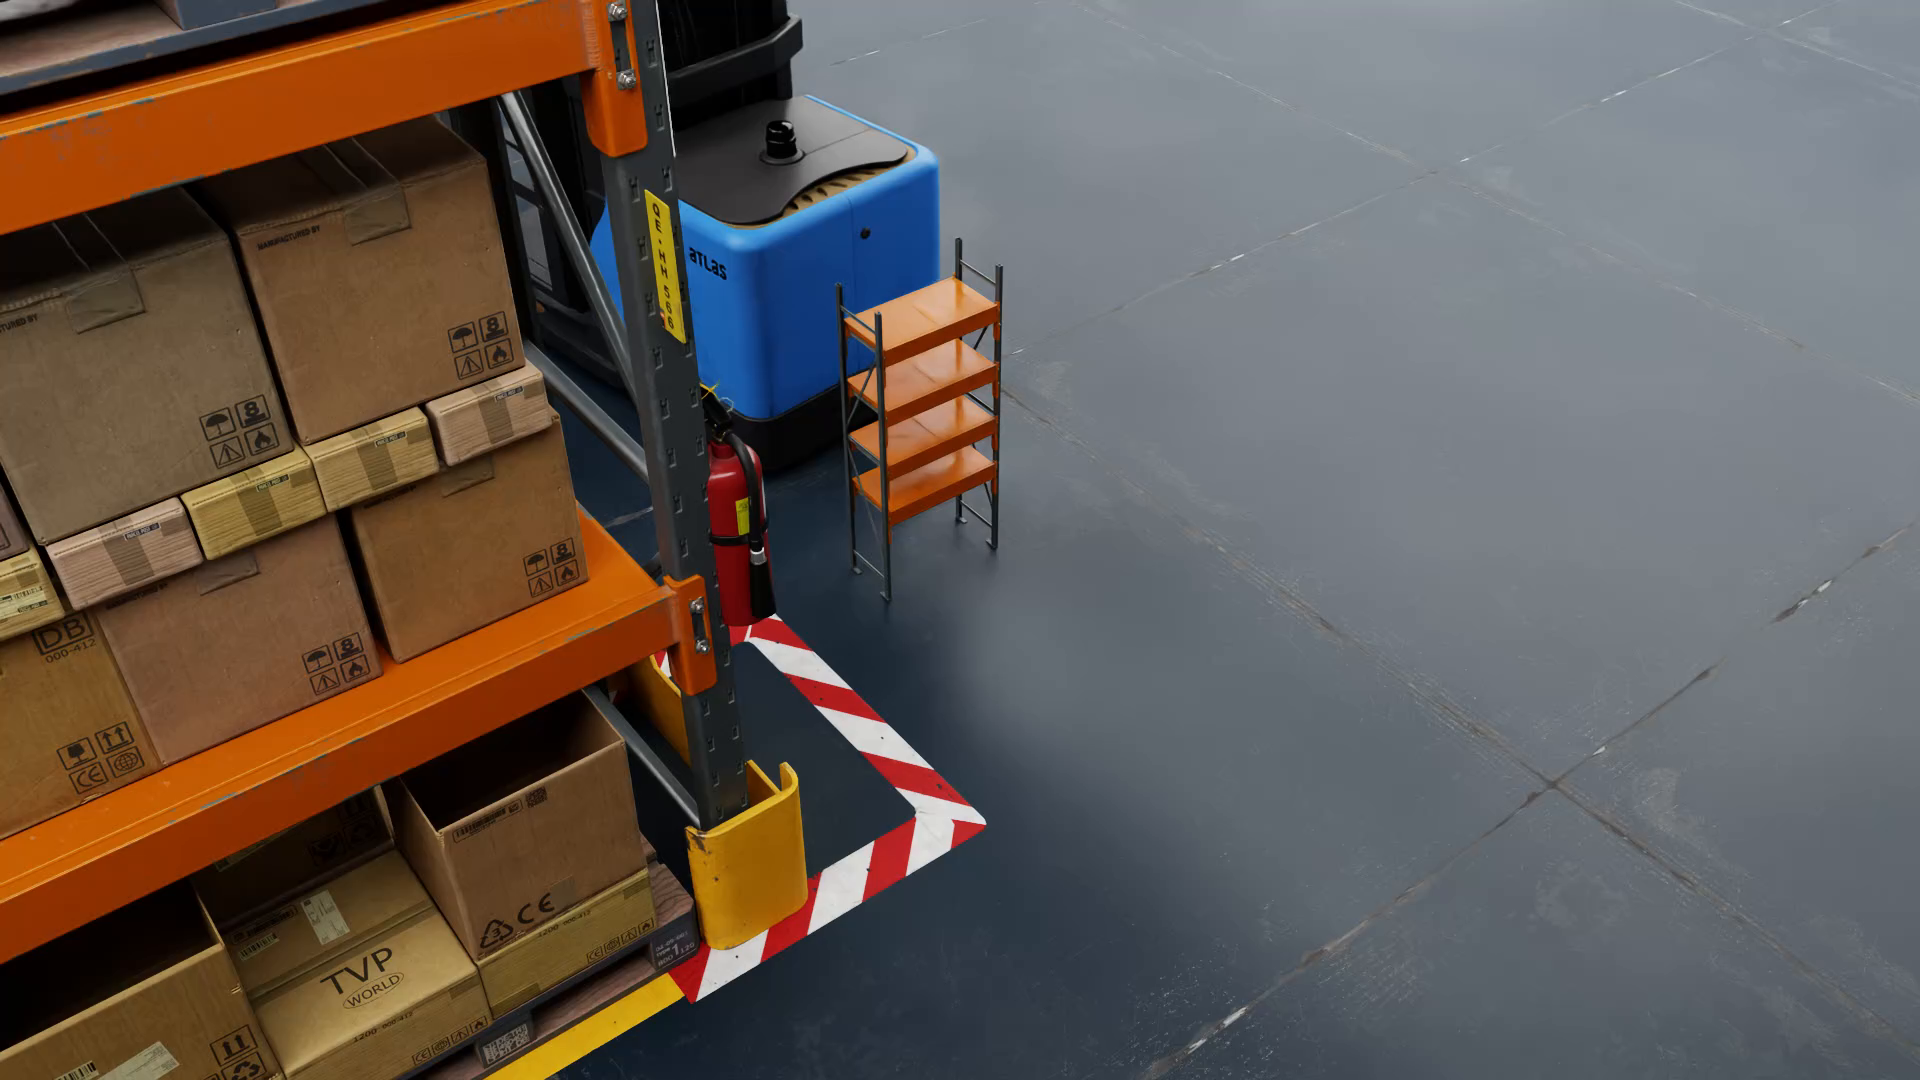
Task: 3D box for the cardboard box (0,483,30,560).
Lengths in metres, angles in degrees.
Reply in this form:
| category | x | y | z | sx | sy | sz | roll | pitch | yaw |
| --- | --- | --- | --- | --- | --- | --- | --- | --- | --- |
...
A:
| category | x | y | z | sx | sy | sz | roll | pitch | yaw |
| --- | --- | --- | --- | --- | --- | --- | --- | --- | --- |
| cardboard box | -2.170 | -0.253 | 3.091 | 0.500 | 0.500 | 0.700 | -26 | 46 | -28 |

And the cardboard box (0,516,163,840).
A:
| category | x | y | z | sx | sy | sz | roll | pitch | yaw |
| --- | --- | --- | --- | --- | --- | --- | --- | --- | --- |
| cardboard box | -2.126 | 0.222 | 3.536 | 0.500 | 0.500 | 0.700 | -26 | 46 | -28 |

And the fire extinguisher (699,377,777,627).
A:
| category | x | y | z | sx | sy | sz | roll | pitch | yaw |
| --- | --- | --- | --- | --- | --- | --- | --- | --- | --- |
| fire extinguisher | -0.560 | -0.090 | 4.056 | 0.183 | 0.674 | 0.296 | -26 | 46 | -28 |

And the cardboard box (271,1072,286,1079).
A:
| category | x | y | z | sx | sy | sz | roll | pitch | yaw |
| --- | --- | --- | --- | --- | --- | --- | --- | --- | --- |
| cardboard box | -1.967 | 1.342 | 4.086 | 0.500 | 0.250 | 0.500 | -26 | 46 | -28 |

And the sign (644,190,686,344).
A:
| category | x | y | z | sx | sy | sz | roll | pitch | yaw |
| --- | --- | --- | --- | --- | --- | --- | --- | --- | --- |
| sign | -0.618 | -0.569 | 3.479 | 0.005 | 0.325 | 0.100 | -26 | 46 | -28 |

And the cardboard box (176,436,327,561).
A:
| category | x | y | z | sx | sy | sz | roll | pitch | yaw |
| --- | --- | --- | --- | --- | --- | --- | --- | --- | --- |
| cardboard box | -1.533 | -0.153 | 3.481 | 0.250 | 0.149 | 0.380 | -27 | 46 | -29 |

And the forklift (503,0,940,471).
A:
| category | x | y | z | sx | sy | sz | roll | pitch | yaw |
| --- | --- | --- | --- | --- | --- | --- | --- | --- | --- |
| forklift | -1.466 | -2.227 | 6.654 | 3.031 | 2.935 | 1.130 | 32 | 49 | 33 |

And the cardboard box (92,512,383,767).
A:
| category | x | y | z | sx | sy | sz | roll | pitch | yaw |
| --- | --- | --- | --- | --- | --- | --- | --- | --- | --- |
| cardboard box | -1.729 | 0.033 | 3.766 | 0.500 | 0.500 | 0.700 | -25 | 45 | -27 |

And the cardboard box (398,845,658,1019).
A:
| category | x | y | z | sx | sy | sz | roll | pitch | yaw |
| --- | --- | --- | --- | --- | --- | --- | --- | --- | --- |
| cardboard box | -1.182 | 0.949 | 4.565 | 0.500 | 0.250 | 0.500 | -26 | 46 | -28 |

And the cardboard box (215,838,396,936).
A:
| category | x | y | z | sx | sy | sz | roll | pitch | yaw |
| --- | --- | --- | --- | --- | --- | --- | --- | --- | --- |
| cardboard box | -1.892 | 0.883 | 4.645 | 0.500 | 0.250 | 0.500 | -26 | 46 | -28 |

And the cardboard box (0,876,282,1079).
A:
| category | x | y | z | sx | sy | sz | roll | pitch | yaw |
| --- | --- | --- | --- | --- | --- | --- | --- | --- | --- |
| cardboard box | -1.965 | 1.054 | 3.846 | 0.500 | 0.500 | 0.500 | -26 | 46 | -28 |

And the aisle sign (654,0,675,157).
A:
| category | x | y | z | sx | sy | sz | roll | pitch | yaw |
| --- | --- | --- | --- | --- | --- | --- | --- | --- | --- |
| aisle sign | -0.706 | -1.191 | 3.287 | 0.004 | 0.787 | 0.394 | -26 | 46 | -28 |

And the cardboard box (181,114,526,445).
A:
| category | x | y | z | sx | sy | sz | roll | pitch | yaw |
| --- | --- | --- | --- | --- | --- | --- | --- | --- | --- |
| cardboard box | -1.357 | -0.654 | 3.580 | 0.500 | 0.500 | 0.700 | -26 | 46 | -28 |

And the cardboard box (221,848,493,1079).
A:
| category | x | y | z | sx | sy | sz | roll | pitch | yaw |
| --- | --- | --- | --- | --- | --- | --- | --- | --- | --- |
| cardboard box | -1.571 | 1.148 | 4.323 | 0.500 | 0.250 | 0.500 | -26 | 46 | -28 |

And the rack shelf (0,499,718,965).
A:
| category | x | y | z | sx | sy | sz | roll | pitch | yaw |
| --- | --- | --- | --- | --- | --- | --- | --- | --- | --- |
| rack shelf | -2.523 | 0.743 | 3.546 | 4.000 | 0.370 | 1.077 | -26 | 46 | -28 |

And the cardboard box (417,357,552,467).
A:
| category | x | y | z | sx | sy | sz | roll | pitch | yaw |
| --- | --- | --- | --- | --- | --- | --- | --- | --- | --- |
| cardboard box | -1.124 | -0.354 | 3.726 | 0.250 | 0.149 | 0.380 | -27 | 46 | -29 |

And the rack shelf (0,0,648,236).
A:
| category | x | y | z | sx | sy | sz | roll | pitch | yaw |
| --- | --- | --- | --- | --- | --- | --- | --- | --- | --- |
| rack shelf | -2.523 | -0.417 | 2.595 | 4.000 | 0.370 | 1.077 | -26 | 46 | -28 |

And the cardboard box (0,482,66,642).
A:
| category | x | y | z | sx | sy | sz | roll | pitch | yaw |
| --- | --- | --- | --- | --- | --- | --- | --- | --- | --- |
| cardboard box | -1.942 | 0.045 | 3.240 | 0.250 | 0.149 | 0.380 | -25 | 45 | -27 |

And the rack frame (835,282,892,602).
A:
| category | x | y | z | sx | sy | sz | roll | pitch | yaw |
| --- | --- | --- | --- | --- | --- | --- | --- | --- | --- |
| rack frame | -0.325 | -0.306 | 5.677 | 0.015 | 1.200 | 0.240 | -26 | 46 | -28 |

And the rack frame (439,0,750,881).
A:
| category | x | y | z | sx | sy | sz | roll | pitch | yaw |
| --- | --- | --- | --- | --- | --- | --- | --- | --- | --- |
| rack frame | -0.937 | -0.308 | 4.260 | 0.127 | 3.000 | 1.000 | -26 | 46 | -28 |

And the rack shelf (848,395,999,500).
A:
| category | x | y | z | sx | sy | sz | roll | pitch | yaw |
| --- | --- | --- | --- | --- | --- | --- | --- | --- | --- |
| rack shelf | -0.131 | -0.348 | 5.834 | 0.480 | 0.148 | 0.258 | -26 | 46 | -28 |

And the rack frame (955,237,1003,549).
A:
| category | x | y | z | sx | sy | sz | roll | pitch | yaw |
| --- | --- | --- | --- | --- | --- | --- | --- | --- | --- |
| rack frame | 0.062 | -0.494 | 5.906 | 0.015 | 1.200 | 0.240 | -26 | 46 | -28 |

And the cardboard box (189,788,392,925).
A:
| category | x | y | z | sx | sy | sz | roll | pitch | yaw |
| --- | --- | --- | --- | --- | --- | --- | --- | --- | --- |
| cardboard box | -1.893 | 0.592 | 4.408 | 0.500 | 0.500 | 0.500 | -26 | 46 | -28 |

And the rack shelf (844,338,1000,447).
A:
| category | x | y | z | sx | sy | sz | roll | pitch | yaw |
| --- | --- | --- | --- | --- | --- | --- | --- | --- | --- |
| rack shelf | -0.131 | -0.521 | 5.692 | 0.480 | 0.148 | 0.258 | -26 | 46 | -28 |

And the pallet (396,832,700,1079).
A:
| category | x | y | z | sx | sy | sz | roll | pitch | yaw |
| --- | --- | --- | --- | --- | --- | --- | --- | --- | --- |
| pallet | -1.518 | 1.087 | 4.759 | 1.213 | 0.211 | 1.003 | -26 | 46 | -28 |

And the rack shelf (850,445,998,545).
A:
| category | x | y | z | sx | sy | sz | roll | pitch | yaw |
| --- | --- | --- | --- | --- | --- | --- | --- | --- | --- |
| rack shelf | -0.131 | -0.194 | 5.960 | 0.480 | 0.148 | 0.258 | -26 | 46 | -28 |

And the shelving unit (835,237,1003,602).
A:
| category | x | y | z | sx | sy | sz | roll | pitch | yaw |
| --- | --- | --- | --- | --- | --- | --- | --- | --- | --- |
| shelving unit | -0.131 | -0.400 | 5.791 | 0.503 | 1.200 | 0.258 | -26 | 46 | -28 |

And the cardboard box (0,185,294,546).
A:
| category | x | y | z | sx | sy | sz | roll | pitch | yaw |
| --- | --- | --- | --- | --- | --- | --- | --- | --- | --- |
| cardboard box | -1.771 | -0.448 | 3.329 | 0.500 | 0.500 | 0.700 | -27 | 47 | -29 |

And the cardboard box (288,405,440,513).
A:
| category | x | y | z | sx | sy | sz | roll | pitch | yaw |
| --- | --- | --- | --- | --- | --- | --- | --- | --- | --- |
| cardboard box | -1.331 | -0.252 | 3.602 | 0.250 | 0.149 | 0.380 | -25 | 45 | -27 |

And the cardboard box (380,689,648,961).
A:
| category | x | y | z | sx | sy | sz | roll | pitch | yaw |
| --- | --- | --- | --- | --- | --- | --- | --- | --- | --- |
| cardboard box | -1.181 | 0.660 | 4.326 | 0.500 | 0.500 | 0.500 | -26 | 46 | -28 |

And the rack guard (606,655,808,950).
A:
| category | x | y | z | sx | sy | sz | roll | pitch | yaw |
| --- | --- | --- | --- | --- | --- | --- | --- | --- | --- |
| rack guard | -0.918 | 0.649 | 5.065 | 0.348 | 0.500 | 1.175 | -26 | 46 | -28 |

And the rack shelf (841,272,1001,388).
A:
| category | x | y | z | sx | sy | sz | roll | pitch | yaw |
| --- | --- | --- | --- | --- | --- | --- | --- | --- | --- |
| rack shelf | -0.131 | -0.704 | 5.542 | 0.480 | 0.148 | 0.258 | -26 | 46 | -28 |

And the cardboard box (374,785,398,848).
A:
| category | x | y | z | sx | sy | sz | roll | pitch | yaw |
| --- | --- | --- | --- | --- | --- | --- | --- | --- | --- |
| cardboard box | -1.498 | 0.688 | 4.883 | 0.500 | 0.250 | 0.500 | -26 | 46 | -28 |

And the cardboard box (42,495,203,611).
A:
| category | x | y | z | sx | sy | sz | roll | pitch | yaw |
| --- | --- | --- | --- | --- | --- | --- | --- | --- | --- |
| cardboard box | -1.734 | -0.057 | 3.364 | 0.250 | 0.149 | 0.380 | -25 | 46 | -28 |

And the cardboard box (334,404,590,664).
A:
| category | x | y | z | sx | sy | sz | roll | pitch | yaw |
| --- | --- | --- | --- | --- | --- | --- | --- | --- | --- |
| cardboard box | -1.315 | -0.173 | 4.017 | 0.500 | 0.500 | 0.700 | -26 | 46 | -28 |
